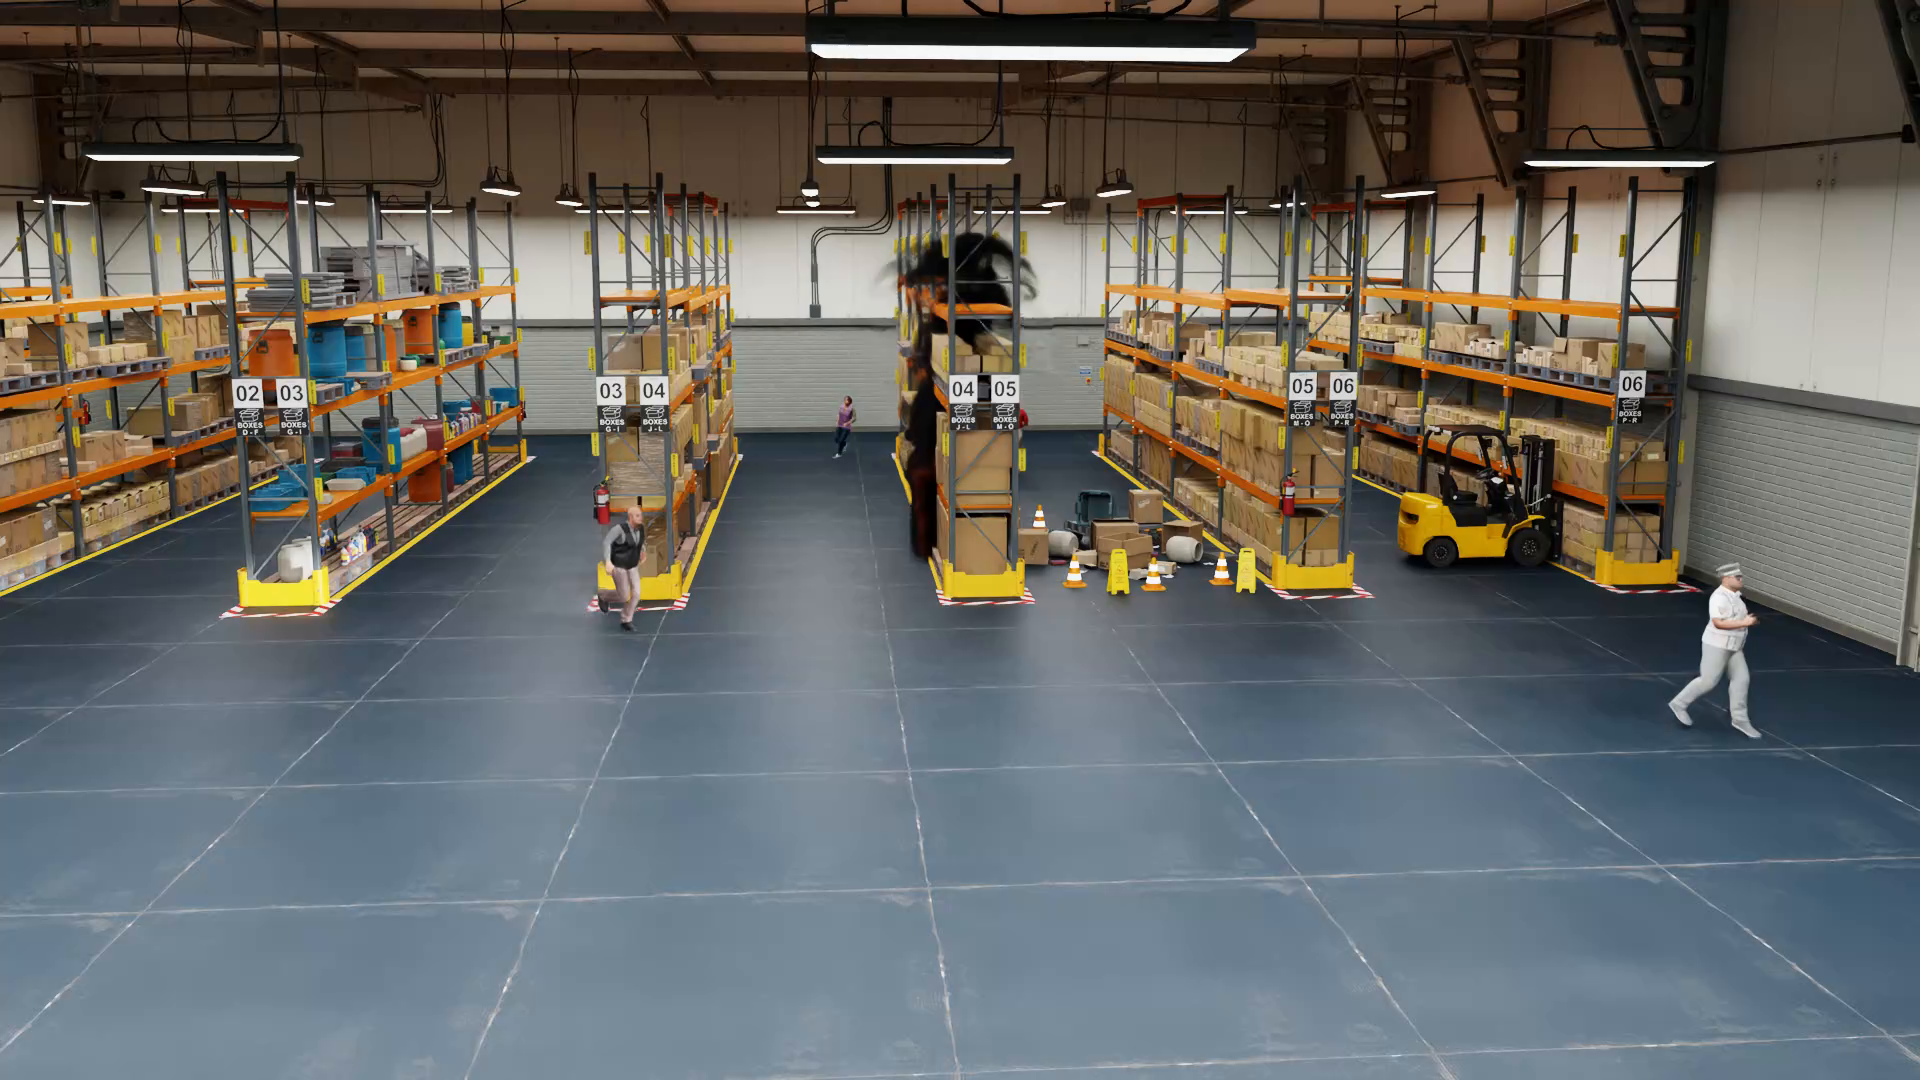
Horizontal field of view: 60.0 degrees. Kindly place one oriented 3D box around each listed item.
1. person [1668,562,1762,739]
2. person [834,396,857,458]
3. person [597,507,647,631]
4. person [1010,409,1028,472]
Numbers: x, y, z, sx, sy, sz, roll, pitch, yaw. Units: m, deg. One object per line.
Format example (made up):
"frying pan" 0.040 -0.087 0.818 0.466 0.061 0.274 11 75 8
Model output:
"person" 7.874 1.112 17.225 0.681 1.810 0.908 -10 14 -44
"person" -2.710 -2.697 39.631 0.596 1.508 0.555 5 11 26
"person" -4.483 0.362 22.032 0.811 1.662 0.656 6 12 30
"person" 1.174 -2.348 37.109 0.651 1.678 0.592 -2 10 -13
